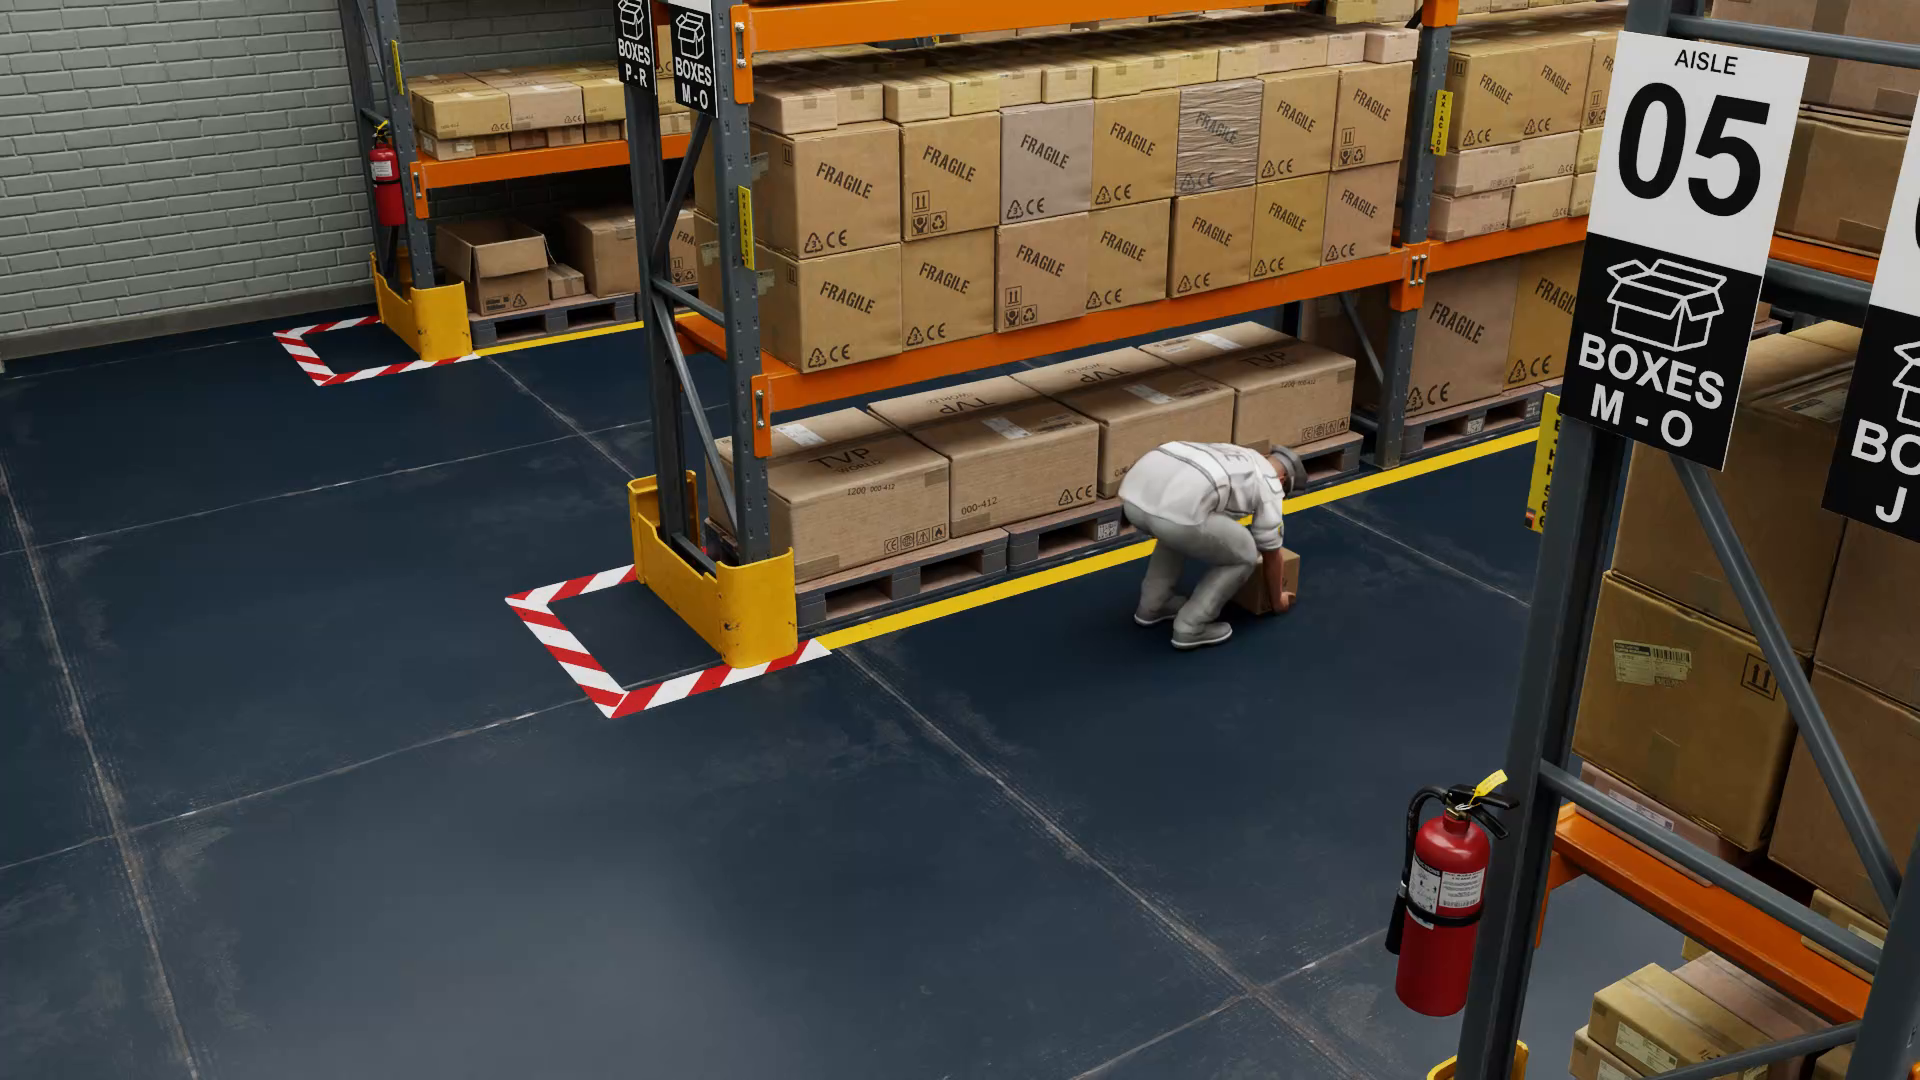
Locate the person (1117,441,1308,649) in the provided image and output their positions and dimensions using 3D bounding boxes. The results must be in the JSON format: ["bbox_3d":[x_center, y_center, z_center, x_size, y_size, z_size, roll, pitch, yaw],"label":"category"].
[{"bbox_3d":[1.181,-0.044,7.677,1.024,0.929,0.544,-17,30,-32],"label":"person"}]
